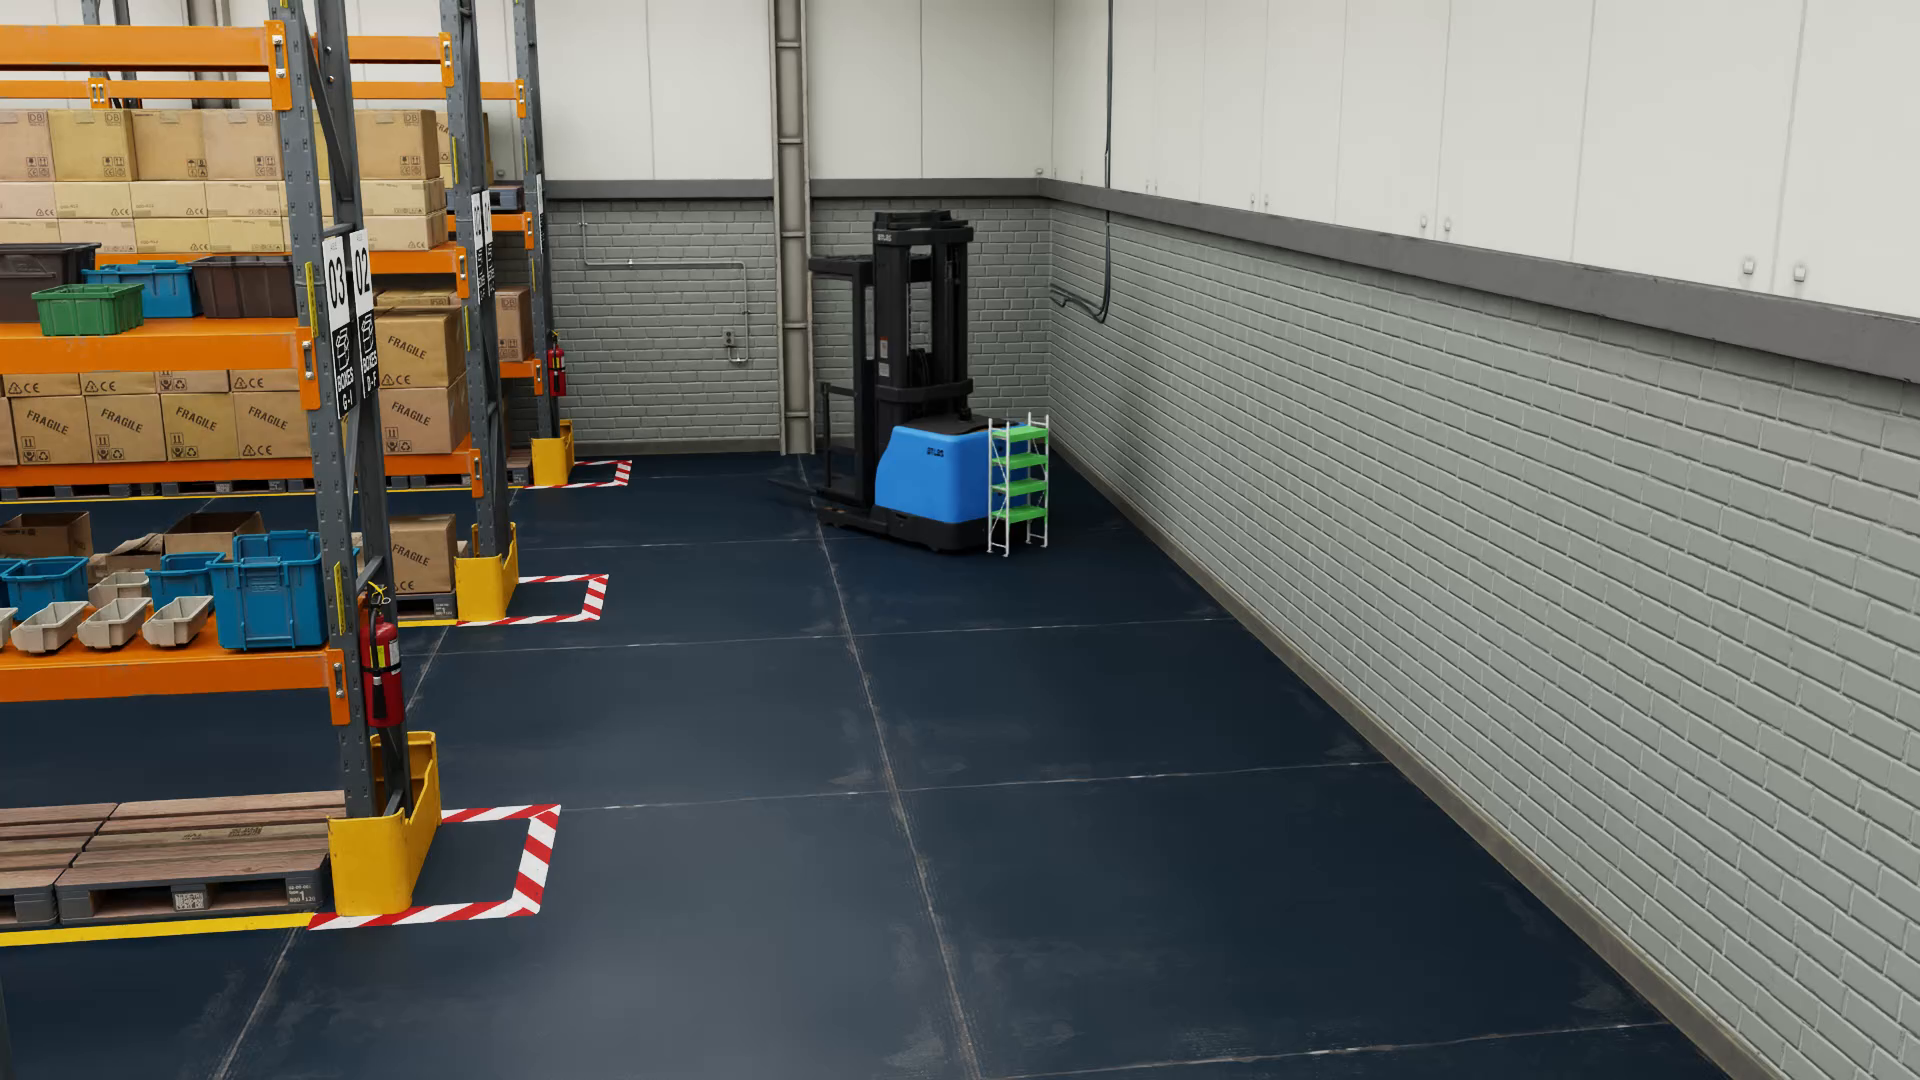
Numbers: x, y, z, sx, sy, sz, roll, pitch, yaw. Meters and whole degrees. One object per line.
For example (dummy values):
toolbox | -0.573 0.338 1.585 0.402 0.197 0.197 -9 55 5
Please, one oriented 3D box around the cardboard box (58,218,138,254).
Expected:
cardboard box | -6.130 -2.205 11.988 0.500 0.250 0.500 -2 14 -8

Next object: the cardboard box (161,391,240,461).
cardboard box | -5.589 -0.887 12.385 0.500 0.500 0.500 -2 14 -9

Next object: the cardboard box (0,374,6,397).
cardboard box | -7.129 -1.312 12.027 0.500 0.500 0.500 -2 14 -7

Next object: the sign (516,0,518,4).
sign | -4.357 -5.436 16.316 0.005 0.325 0.100 -2 14 -8

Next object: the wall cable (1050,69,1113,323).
wall cable | 1.223 -3.689 17.814 0.112 2.526 3.097 -2 14 -8

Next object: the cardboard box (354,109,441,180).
cardboard box | -4.187 -2.940 12.352 0.500 0.500 0.700 -2 14 -8

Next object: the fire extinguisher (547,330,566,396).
fire extinguisher | -4.206 -1.842 17.325 0.183 0.674 0.296 -2 14 -8

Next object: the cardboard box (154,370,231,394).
cardboard box | -5.600 -1.369 12.251 0.500 0.500 0.500 -2 14 -7

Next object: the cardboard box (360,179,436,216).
cardboard box | -4.152 -2.519 12.214 0.500 0.250 0.500 -2 14 -8

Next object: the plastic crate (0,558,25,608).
plastic crate | -4.840 0.258 8.249 0.300 0.233 0.416 -2 14 -8

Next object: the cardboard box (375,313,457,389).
cardboard box | -4.081 -1.426 12.479 0.500 0.500 0.500 -2 14 -9

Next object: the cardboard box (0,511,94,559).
cardboard box | -7.116 0.081 12.968 0.500 0.500 0.500 -2 14 -8

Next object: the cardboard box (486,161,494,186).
cardboard box | -5.182 -3.833 17.411 0.500 0.250 0.500 -1 14 -5

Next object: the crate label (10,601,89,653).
crate label | -4.288 0.412 7.831 0.243 0.136 0.396 -2 14 -8

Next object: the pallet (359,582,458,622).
pallet | -4.545 0.410 13.153 1.213 0.211 1.003 -2 14 -8

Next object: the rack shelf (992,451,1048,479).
rack shelf | 0.518 -0.666 14.687 0.480 0.148 0.258 -13 19 -42

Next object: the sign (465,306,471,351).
sign | -3.619 -1.555 12.226 0.005 0.325 0.100 -2 14 -8

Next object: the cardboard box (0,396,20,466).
cardboard box | -7.093 -0.831 12.163 0.500 0.500 0.500 -2 14 -7

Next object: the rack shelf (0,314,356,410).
rack shelf | -4.925 -0.816 7.623 4.000 0.370 1.077 -2 14 -8

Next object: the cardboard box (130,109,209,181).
cardboard box | -5.681 -2.903 12.203 0.500 0.500 0.700 -2 14 -8

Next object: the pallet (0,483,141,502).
pallet | -9.131 -0.622 17.269 1.213 0.211 1.003 -2 14 -8

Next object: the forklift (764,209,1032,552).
forklift | -0.709 -1.609 15.610 1.130 2.935 3.031 -13 19 -41

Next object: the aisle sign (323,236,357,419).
aisle sign | -2.833 -0.976 7.602 0.004 0.787 0.394 -2 14 -8

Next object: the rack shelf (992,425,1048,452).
rack shelf | 0.518 -0.899 14.629 0.480 0.148 0.258 -13 19 -42

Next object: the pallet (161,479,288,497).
pallet | -7.615 -0.677 17.487 1.213 0.211 1.003 -2 14 -8

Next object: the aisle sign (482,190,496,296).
aisle sign | -3.658 -2.308 12.916 0.004 0.787 0.394 -2 14 -8

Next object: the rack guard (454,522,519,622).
rack guard | -3.757 0.241 13.234 0.348 0.500 1.175 -2 14 -8

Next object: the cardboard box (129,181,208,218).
cardboard box | -5.635 -2.464 11.995 0.500 0.250 0.500 -2 14 -8

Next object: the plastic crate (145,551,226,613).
plastic crate | -3.892 0.223 8.387 0.300 0.233 0.416 -2 14 -8

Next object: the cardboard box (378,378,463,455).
cardboard box | -4.084 -0.941 12.603 0.500 0.500 0.500 -2 14 -7

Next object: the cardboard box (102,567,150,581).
cardboard box | -6.336 0.335 12.642 0.250 0.166 0.380 -2 14 -8

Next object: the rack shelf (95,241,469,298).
rack shelf | -5.660 -2.008 12.374 4.000 0.370 1.077 -2 14 -8

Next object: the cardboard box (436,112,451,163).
cardboard box | -5.107 -4.072 16.823 0.500 0.500 0.500 -2 14 -8

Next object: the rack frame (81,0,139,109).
rack frame | -8.379 -4.931 16.384 0.127 3.000 1.000 -2 14 -8

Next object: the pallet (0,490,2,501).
pallet | -10.340 -0.577 17.089 1.213 0.211 1.003 -2 14 -8

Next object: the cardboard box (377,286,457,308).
cardboard box | -5.644 -2.261 17.456 0.700 0.700 0.980 -2 14 -9

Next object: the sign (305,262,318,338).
sign | -2.850 -1.055 7.312 0.005 0.325 0.100 -2 14 -8

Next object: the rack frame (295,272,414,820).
rack frame | -2.948 0.217 8.189 0.127 3.000 1.000 -2 14 -8

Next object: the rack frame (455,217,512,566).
rack frame | -3.682 -0.974 12.941 0.127 3.000 1.000 -2 14 -8

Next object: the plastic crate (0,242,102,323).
plastic crate | -4.499 -1.218 7.875 0.767 0.338 0.504 -2 14 -8

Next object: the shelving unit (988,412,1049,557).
shelving unit | 0.518 -0.495 14.730 0.503 1.200 0.258 -13 19 -42

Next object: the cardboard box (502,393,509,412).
cardboard box | -5.007 -1.475 17.878 0.250 0.149 0.380 -2 14 -8

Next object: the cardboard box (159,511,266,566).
cardboard box | -5.780 0.099 12.889 0.637 0.503 0.797 -2 14 -8

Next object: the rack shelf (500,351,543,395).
rack shelf | -6.401 -1.744 17.490 4.000 0.370 1.077 -2 14 -8

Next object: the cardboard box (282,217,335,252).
cardboard box | -4.647 -2.259 12.205 0.500 0.250 0.500 -2 14 -8
